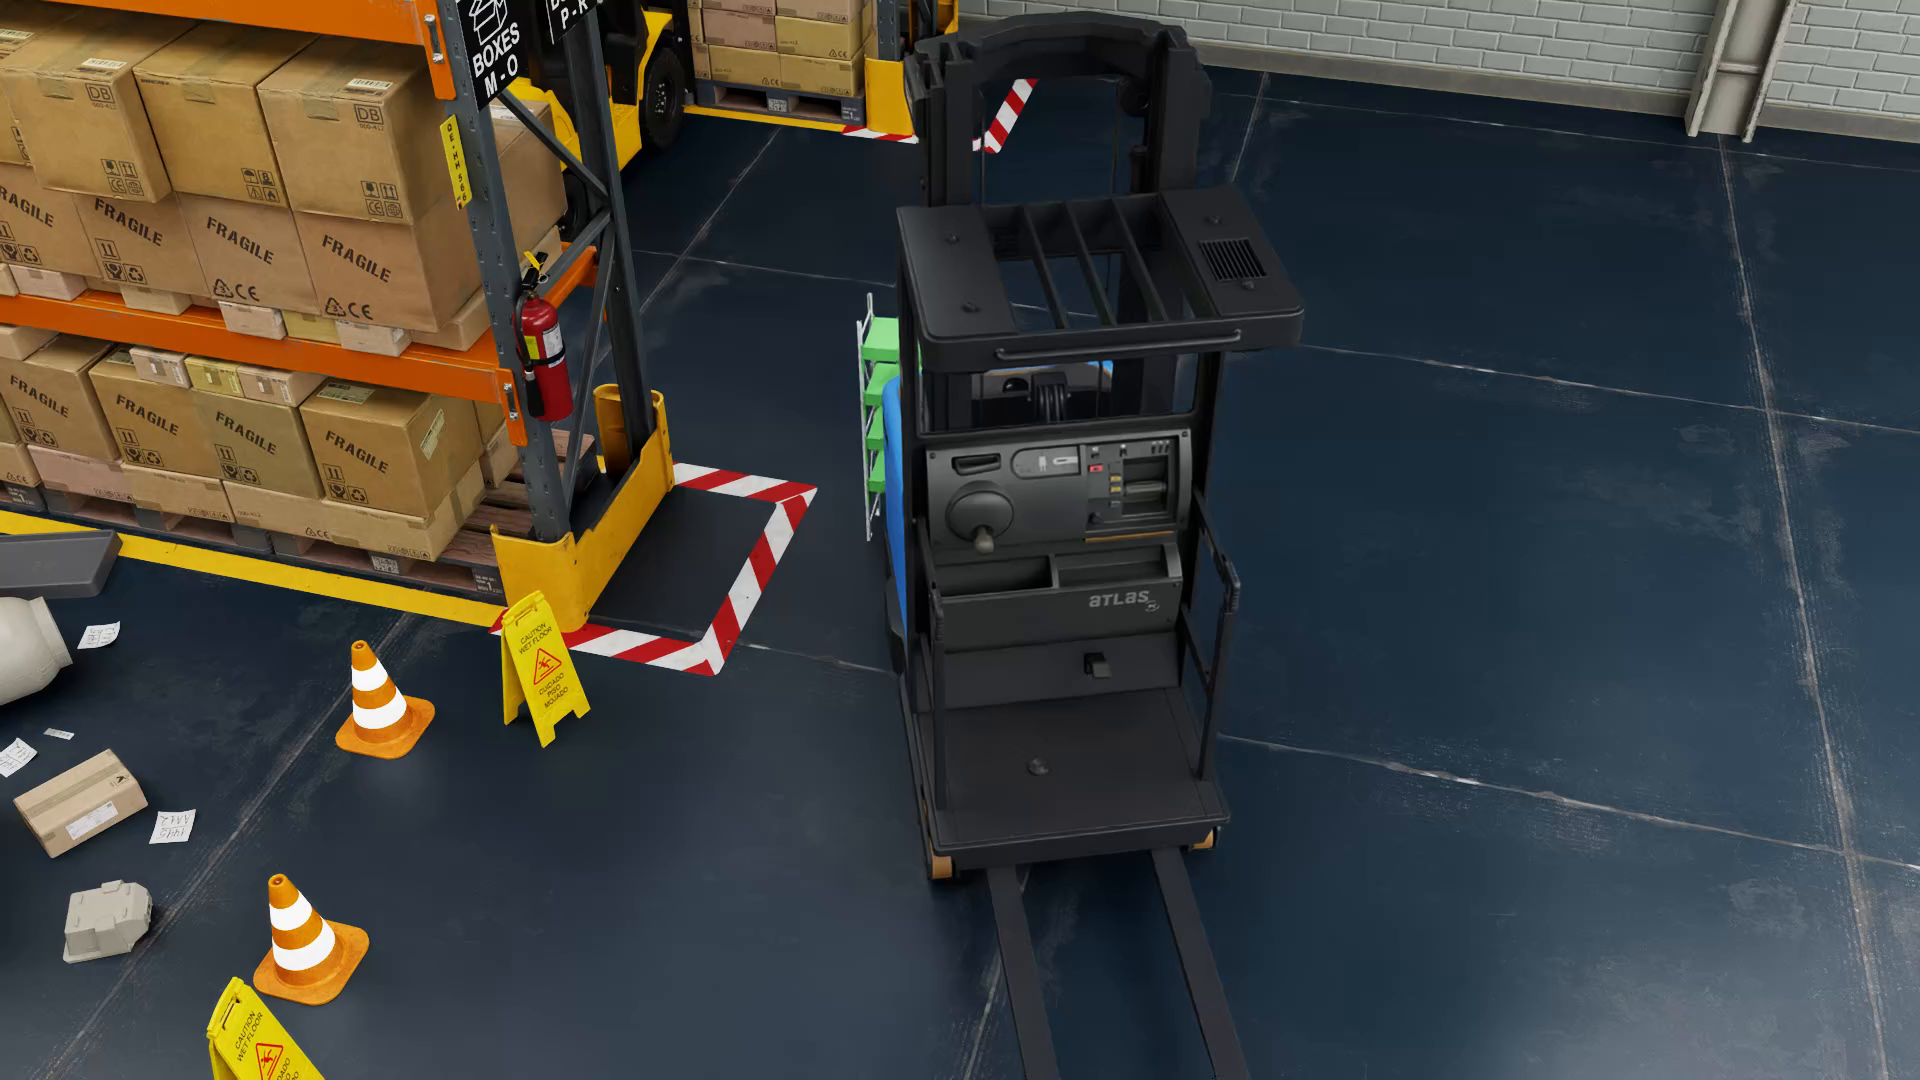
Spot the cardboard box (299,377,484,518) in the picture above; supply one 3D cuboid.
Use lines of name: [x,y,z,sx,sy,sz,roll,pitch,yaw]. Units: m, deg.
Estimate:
cardboard box: [-2.460,-0.477,7.239,0.500,0.500,0.500,10,41,12]

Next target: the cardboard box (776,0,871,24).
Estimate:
cardboard box: [-0.864,-3.569,10.726,0.500,0.250,0.500,11,41,13]

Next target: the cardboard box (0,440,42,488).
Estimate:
cardboard box: [-4.464,-0.536,7.892,0.500,0.250,0.500,12,41,14]

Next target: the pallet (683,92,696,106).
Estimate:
pallet: [-2.263,-3.433,11.698,1.213,0.211,1.003,10,41,11]

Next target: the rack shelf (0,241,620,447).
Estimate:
rack shelf: [-3.551,-1.168,7.392,4.000,0.370,1.077,10,41,11]

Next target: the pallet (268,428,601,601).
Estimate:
pallet: [-2.468,-0.213,7.864,1.213,0.211,1.003,10,41,11]

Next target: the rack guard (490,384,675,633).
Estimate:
rack guard: [-1.692,-0.166,7.584,0.348,0.500,1.175,10,41,11]

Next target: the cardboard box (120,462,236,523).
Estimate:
cardboard box: [-3.474,-0.361,7.683,0.500,0.250,0.500,8,41,10]

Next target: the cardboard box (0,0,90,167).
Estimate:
cardboard box: [-3.621,-1.874,6.587,0.500,0.500,0.700,10,41,11]

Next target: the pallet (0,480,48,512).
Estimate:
pallet: [-4.825,-0.618,8.347,1.213,0.211,1.003,10,41,11]

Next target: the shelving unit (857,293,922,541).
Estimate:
shelving unit: [-0.167,-0.506,7.445,0.503,1.200,0.258,6,40,7]

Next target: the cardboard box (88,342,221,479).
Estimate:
cardboard box: [-3.451,-0.650,7.444,0.500,0.500,0.500,9,41,10]

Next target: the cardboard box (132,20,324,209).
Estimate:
cardboard box: [-2.655,-1.684,6.361,0.500,0.500,0.700,10,41,12]

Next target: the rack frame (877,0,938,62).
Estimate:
rack frame: [-0.339,-4.195,10.437,0.127,3.000,1.000,10,41,11]

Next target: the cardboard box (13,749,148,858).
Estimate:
cardboard box: [-3.406,1.018,6.447,0.250,0.149,0.380,33,50,33]

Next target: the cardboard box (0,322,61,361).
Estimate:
cardboard box: [-4.119,-0.968,7.319,0.250,0.149,0.380,12,41,14]

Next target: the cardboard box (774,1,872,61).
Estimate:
cardboard box: [-0.890,-3.381,10.891,0.500,0.250,0.500,9,41,11]

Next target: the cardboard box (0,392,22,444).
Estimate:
cardboard box: [-4.462,-0.823,7.651,0.500,0.500,0.500,11,41,13]

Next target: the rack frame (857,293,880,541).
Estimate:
rack frame: [-0.408,-0.532,7.475,0.015,1.200,0.240,6,40,7]

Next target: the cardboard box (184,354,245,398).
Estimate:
cardboard box: [-3.074,-0.789,7.105,0.250,0.149,0.380,10,41,12]

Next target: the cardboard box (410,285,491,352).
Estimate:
cardboard box: [-2.035,-0.944,6.761,0.250,0.149,0.380,11,41,13]

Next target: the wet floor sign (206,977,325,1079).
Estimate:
wet floor sign: [-2.261,1.657,5.299,0.232,0.644,0.267,3,40,4]

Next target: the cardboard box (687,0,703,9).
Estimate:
cardboard box: [-1.849,-3.728,10.915,0.500,0.250,0.500,10,41,12]

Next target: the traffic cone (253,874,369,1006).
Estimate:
traffic cone: [-2.326,1.337,5.823,0.334,0.463,0.336,10,41,11]

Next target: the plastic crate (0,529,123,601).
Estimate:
plastic crate: [-4.178,0.113,7.578,0.583,0.080,0.402,-3,40,-4]

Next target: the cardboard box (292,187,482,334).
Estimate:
cardboard box: [-2.214,-1.182,6.541,0.500,0.500,0.500,9,41,11]

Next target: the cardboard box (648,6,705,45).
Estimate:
cardboard box: [-1.876,-3.544,11.085,0.500,0.250,0.500,9,41,10]

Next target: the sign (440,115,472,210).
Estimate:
sign: [-1.781,-1.334,5.884,0.005,0.325,0.100,10,41,11]

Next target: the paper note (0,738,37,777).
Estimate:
paper note: [-3.828,0.876,6.717,0.142,0.019,0.148,24,46,26]

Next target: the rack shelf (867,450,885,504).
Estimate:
rack shelf: [-0.167,-0.274,7.640,0.480,0.148,0.258,6,40,7]

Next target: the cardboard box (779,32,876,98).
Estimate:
cardboard box: [-0.875,-3.185,11.046,0.500,0.250,0.500,10,41,12]

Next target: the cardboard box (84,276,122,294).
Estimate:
cardboard box: [-3.507,-1.210,7.078,0.250,0.149,0.380,10,41,11]

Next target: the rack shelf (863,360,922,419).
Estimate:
rack shelf: [-0.167,-0.641,7.331,0.480,0.148,0.258,6,40,7]

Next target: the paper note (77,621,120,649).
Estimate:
paper note: [-3.757,0.413,7.258,0.148,0.019,0.142,-3,40,-4]

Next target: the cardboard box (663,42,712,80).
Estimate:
cardboard box: [-1.833,-3.362,11.257,0.500,0.250,0.500,10,41,12]

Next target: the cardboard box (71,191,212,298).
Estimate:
cardboard box: [-3.179,-1.354,6.745,0.500,0.500,0.500,10,41,11]

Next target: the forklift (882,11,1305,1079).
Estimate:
forklift: [0.379,-0.096,5.610,1.130,2.935,3.031,-5,40,-6]

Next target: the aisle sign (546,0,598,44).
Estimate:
aisle sign: [-1.478,-2.289,6.146,0.004,0.787,0.394,10,41,11]

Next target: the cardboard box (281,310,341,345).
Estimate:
cardboard box: [-2.551,-0.973,6.796,0.250,0.149,0.380,9,41,11]

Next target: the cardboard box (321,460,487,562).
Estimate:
cardboard box: [-2.492,-0.190,7.480,0.500,0.250,0.500,10,41,11]

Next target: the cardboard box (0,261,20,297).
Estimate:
cardboard box: [-4.028,-1.209,7.078,0.250,0.149,0.380,10,41,12]

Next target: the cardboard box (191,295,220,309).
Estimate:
cardboard box: [-3.018,-1.127,6.979,0.250,0.149,0.380,10,41,12]
